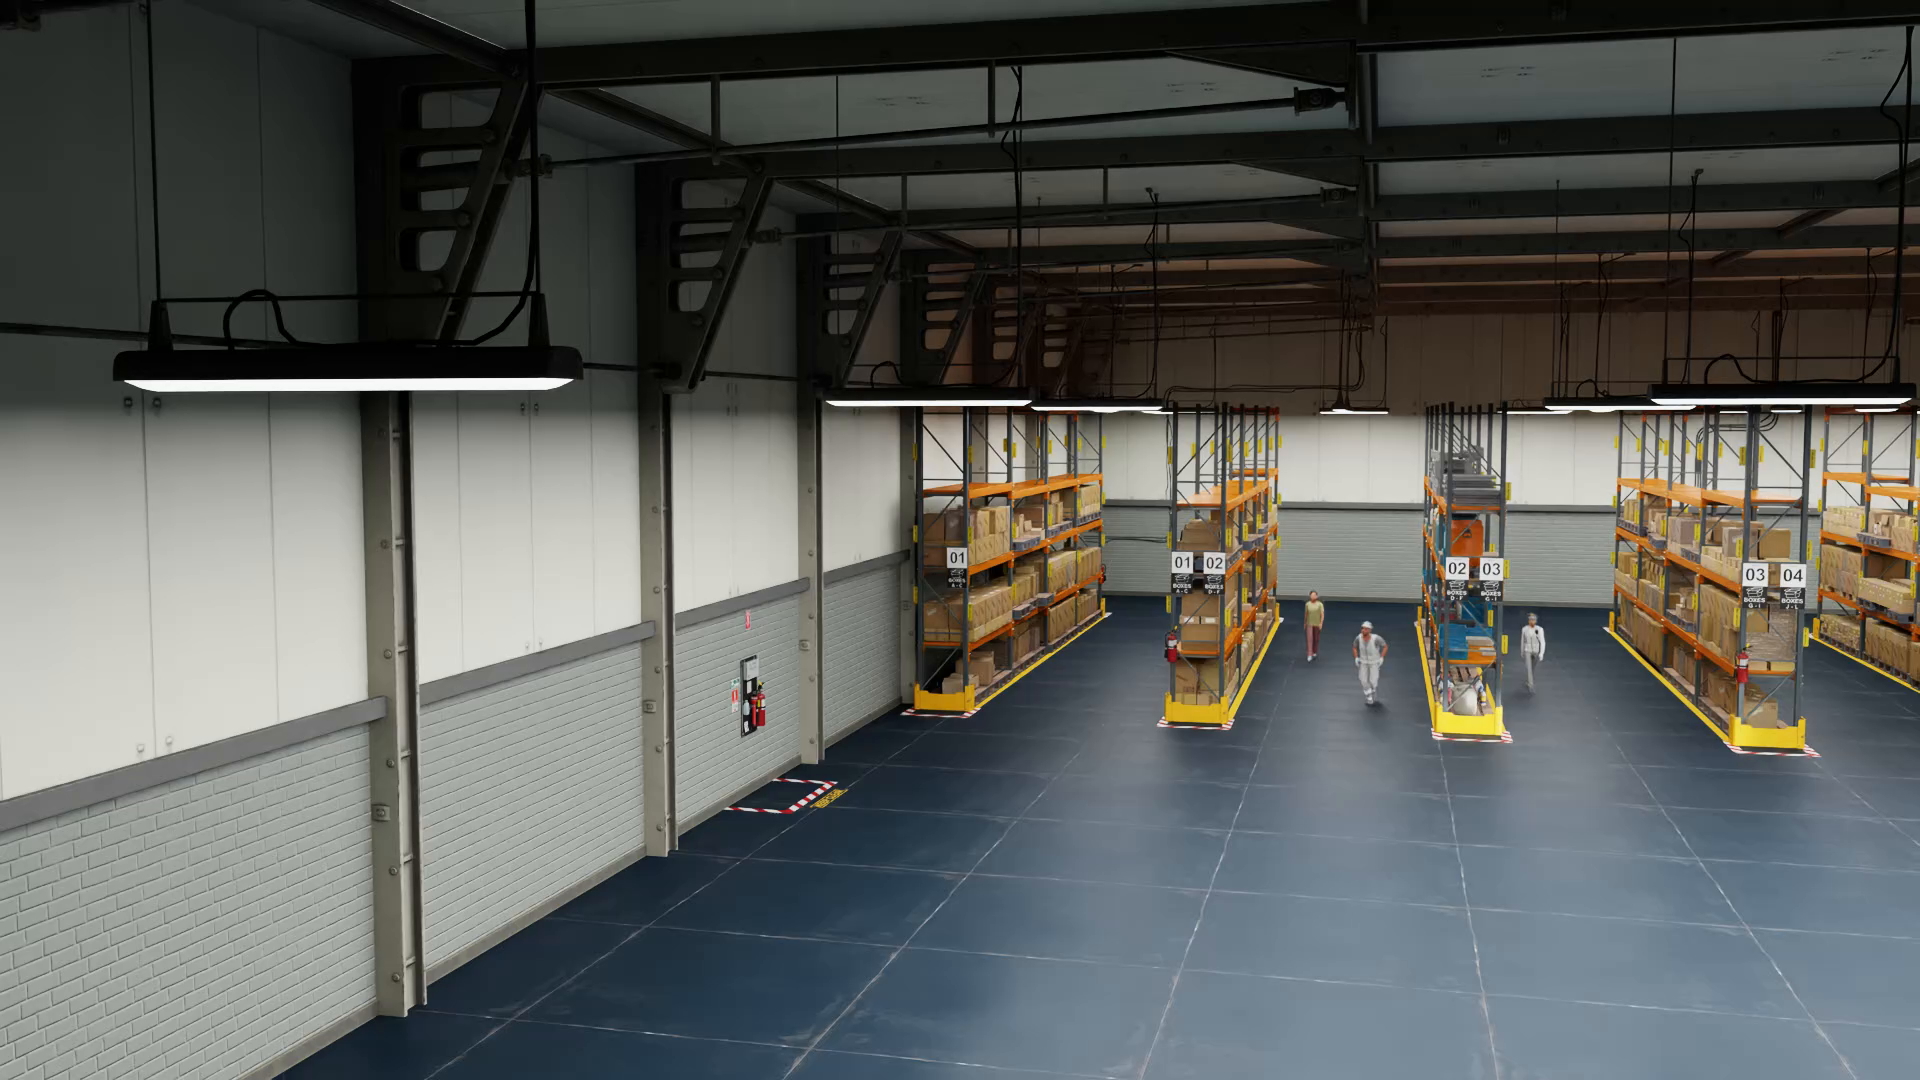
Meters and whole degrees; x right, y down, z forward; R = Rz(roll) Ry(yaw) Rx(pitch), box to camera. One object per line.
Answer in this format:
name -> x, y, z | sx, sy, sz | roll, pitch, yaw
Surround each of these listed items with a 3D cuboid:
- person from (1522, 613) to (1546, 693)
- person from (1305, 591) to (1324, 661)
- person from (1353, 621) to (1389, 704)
person -> 11.967, 2.333, 34.699 | 0.438, 1.625, 1.046 | 0, 4, 4
person -> 8.353, 2.011, 39.112 | 0.424, 1.602, 1.081 | 0, 4, 5
person -> 8.147, 2.442, 32.986 | 0.715, 1.689, 0.689 | 2, 5, 23
